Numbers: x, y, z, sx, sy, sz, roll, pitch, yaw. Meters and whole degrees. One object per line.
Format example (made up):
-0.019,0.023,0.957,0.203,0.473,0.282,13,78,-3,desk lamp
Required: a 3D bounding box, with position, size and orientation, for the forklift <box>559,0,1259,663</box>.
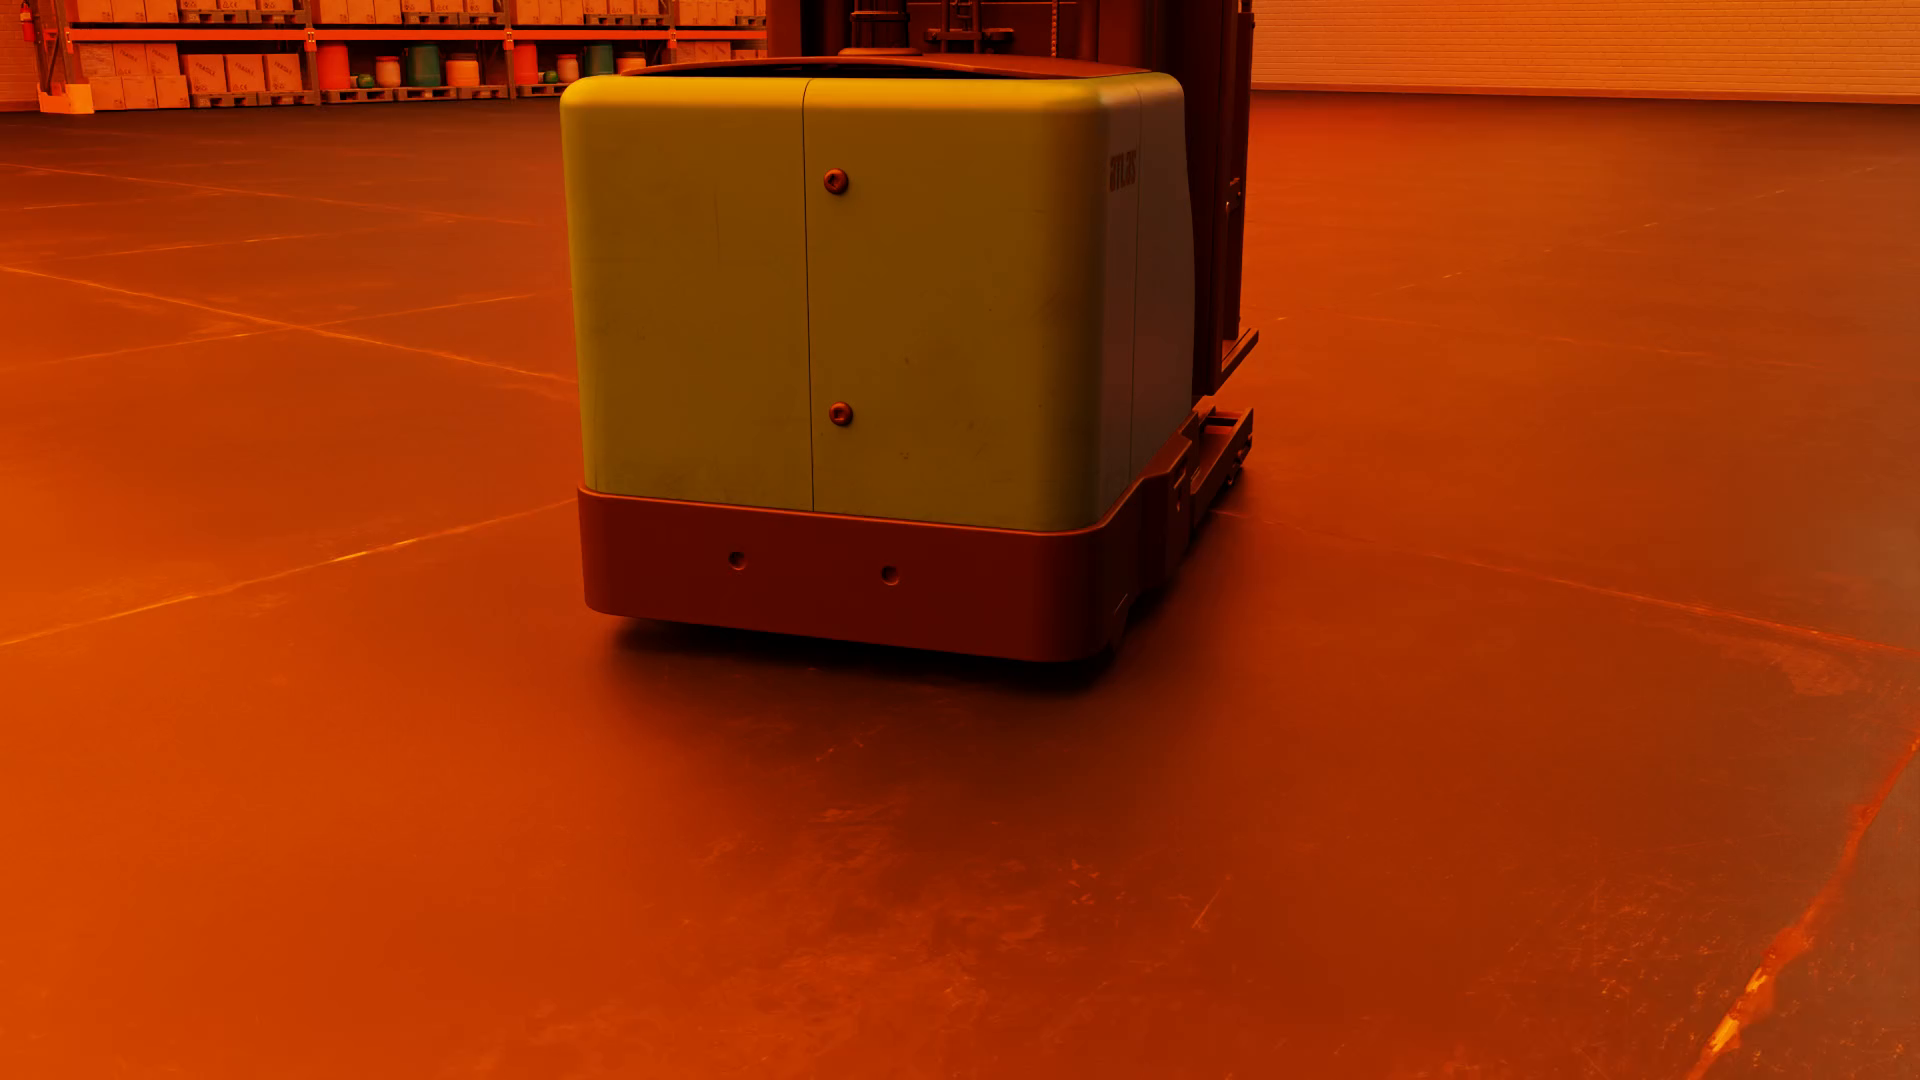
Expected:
0.182,-1.571,4.072,1.130,2.935,3.031,5,18,17,forklift
